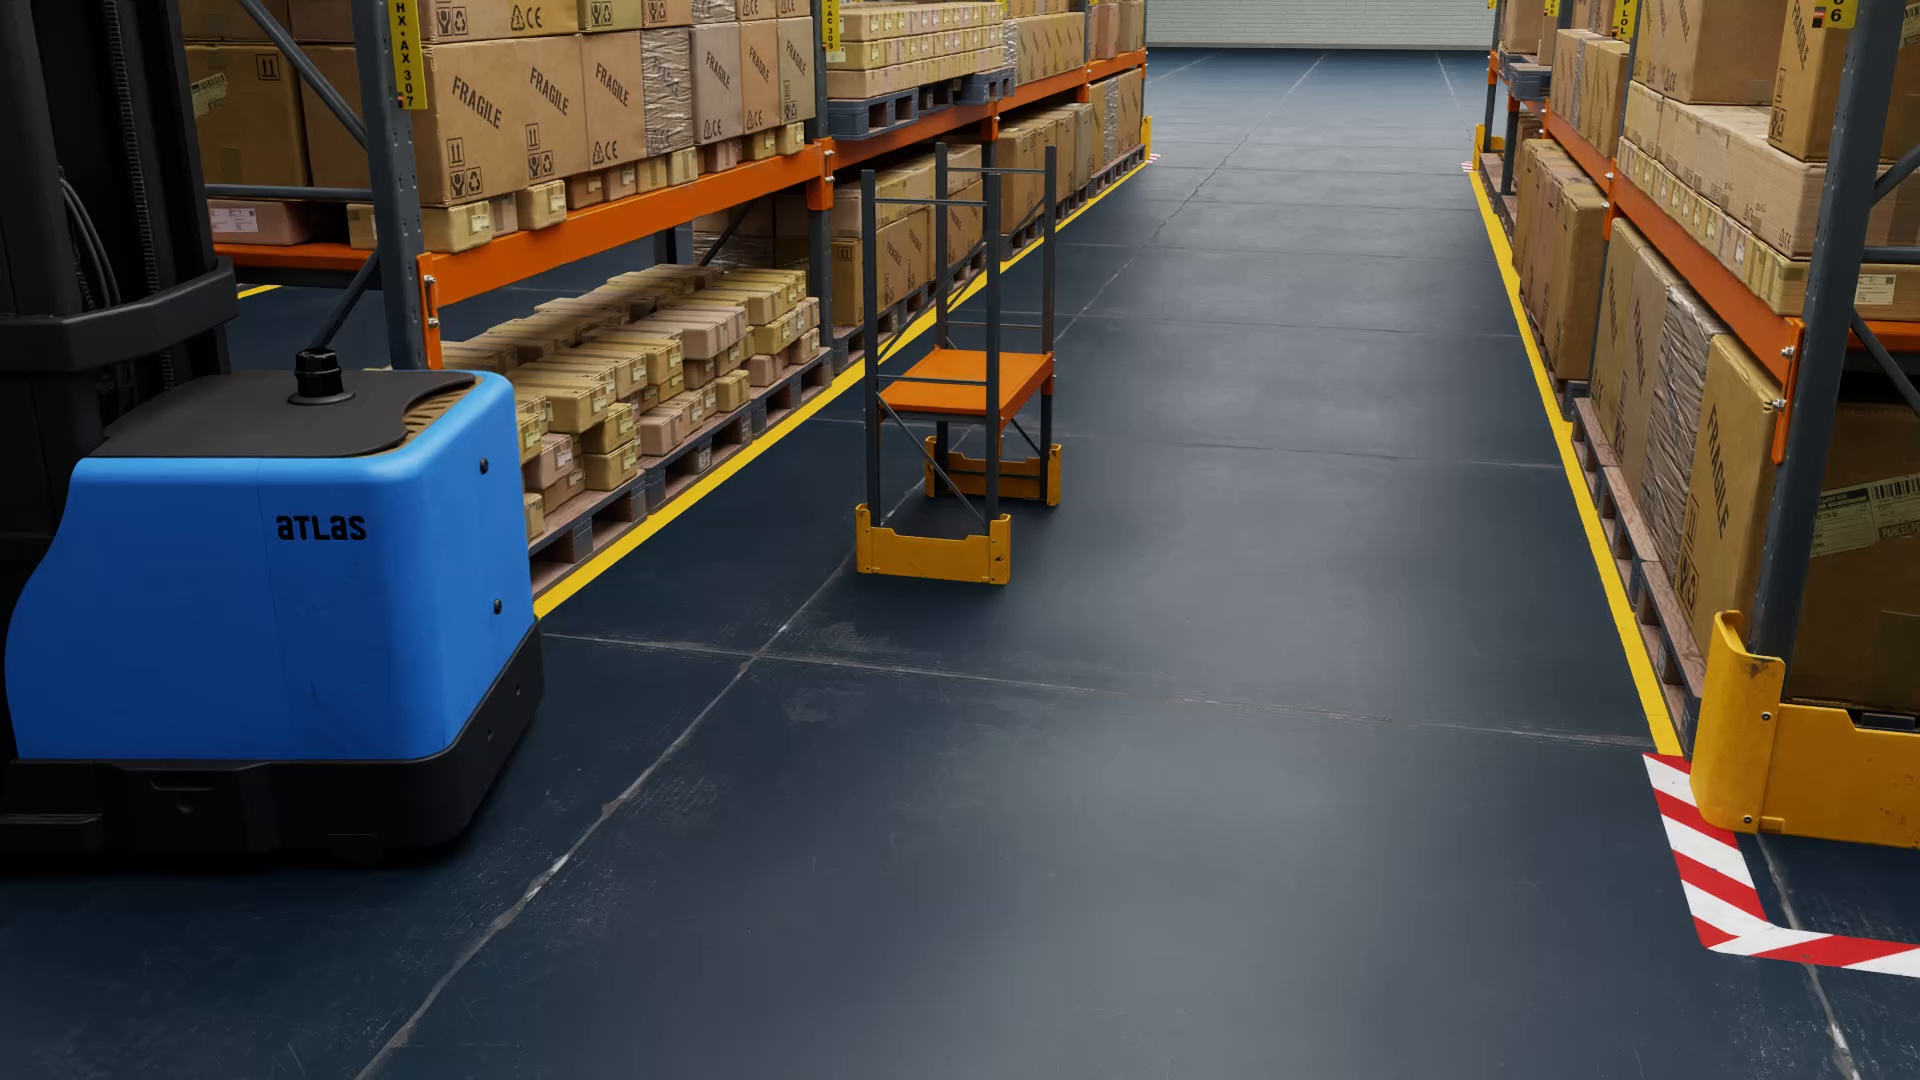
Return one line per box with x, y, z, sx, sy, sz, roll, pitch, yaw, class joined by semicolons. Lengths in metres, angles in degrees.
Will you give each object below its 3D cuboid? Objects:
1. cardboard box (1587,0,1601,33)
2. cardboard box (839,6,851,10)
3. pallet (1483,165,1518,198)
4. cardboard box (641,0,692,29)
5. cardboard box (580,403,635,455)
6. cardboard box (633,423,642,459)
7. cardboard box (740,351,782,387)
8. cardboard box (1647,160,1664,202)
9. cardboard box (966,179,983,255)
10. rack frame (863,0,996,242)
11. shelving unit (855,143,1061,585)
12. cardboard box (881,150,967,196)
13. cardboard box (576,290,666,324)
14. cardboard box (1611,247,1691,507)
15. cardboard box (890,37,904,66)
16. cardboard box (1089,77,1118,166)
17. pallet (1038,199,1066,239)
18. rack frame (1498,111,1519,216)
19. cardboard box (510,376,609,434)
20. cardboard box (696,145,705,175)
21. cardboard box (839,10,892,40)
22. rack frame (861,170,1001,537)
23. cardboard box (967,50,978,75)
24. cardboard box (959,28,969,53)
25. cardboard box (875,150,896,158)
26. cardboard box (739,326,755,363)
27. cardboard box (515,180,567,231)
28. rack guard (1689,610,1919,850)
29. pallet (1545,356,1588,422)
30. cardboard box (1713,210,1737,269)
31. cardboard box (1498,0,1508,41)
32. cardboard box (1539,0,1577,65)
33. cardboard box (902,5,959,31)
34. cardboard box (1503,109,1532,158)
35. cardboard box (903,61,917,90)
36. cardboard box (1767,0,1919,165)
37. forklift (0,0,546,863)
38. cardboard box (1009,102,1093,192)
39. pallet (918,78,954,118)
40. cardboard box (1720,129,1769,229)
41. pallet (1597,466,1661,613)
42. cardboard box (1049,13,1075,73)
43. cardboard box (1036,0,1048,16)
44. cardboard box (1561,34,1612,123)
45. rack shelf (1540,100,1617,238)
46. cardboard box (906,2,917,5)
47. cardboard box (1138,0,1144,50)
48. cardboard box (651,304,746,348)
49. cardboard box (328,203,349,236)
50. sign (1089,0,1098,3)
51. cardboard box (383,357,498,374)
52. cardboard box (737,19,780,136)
4.364;-3.467;10.490;0.797;0.503;0.637;5;20;15;cardboard box
-0.911;-3.338;10.638;0.380;0.149;0.250;4;19;13;cardboard box
5.962;-3.704;17.204;1.003;0.211;1.213;5;19;13;pallet
-1.427;-2.349;6.763;0.500;0.500;0.500;4;19;12;cardboard box
-1.540;-0.460;6.694;0.380;0.149;0.250;5;20;15;cardboard box
-1.565;-0.403;6.987;0.380;0.149;0.250;5;19;14;cardboard box
-1.115;-0.879;8.382;0.380;0.149;0.250;4;19;12;cardboard box
2.934;-1.406;6.551;0.380;0.149;0.250;4;19;13;cardboard box
-0.133;-2.385;12.247;0.500;0.500;0.500;5;19;13;cardboard box
-0.226;-3.596;12.575;1.000;3.000;0.127;5;19;13;rack frame
0.019;-0.734;6.515;0.587;1.500;1.083;5;19;13;shelving unit
-0.252;-2.572;11.636;0.500;0.250;0.500;5;19;14;cardboard box
-1.669;-1.133;8.206;0.380;0.149;0.250;4;19;12;cardboard box
3.123;-0.629;6.527;0.875;0.875;0.875;5;19;13;cardboard box
-0.537;-2.812;9.559;0.380;0.149;0.250;5;20;15;cardboard box
1.189;-4.517;17.910;0.875;0.875;0.875;5;19;14;cardboard box
0.340;-2.899;14.848;1.003;0.211;1.213;5;19;13;pallet
5.536;-4.426;15.006;1.000;3.000;0.127;5;19;13;rack frame
-1.587;-0.522;6.415;0.380;0.149;0.250;5;19;13;cardboard box
-1.365;-1.705;7.427;0.380;0.149;0.250;4;19;13;cardboard box
-0.599;-2.879;9.293;0.380;0.149;0.250;5;20;15;cardboard box
-0.103;-0.577;6.057;0.500;1.500;0.032;5;19;13;rack frame
-0.090;-3.249;11.297;0.380;0.149;0.250;4;19;13;cardboard box
-0.155;-3.303;10.996;0.380;0.149;0.250;5;19;13;cardboard box
-0.753;-2.611;11.748;0.500;0.250;0.500;4;19;13;cardboard box
-1.231;-0.967;8.178;0.380;0.149;0.250;5;19;14;cardboard box
-1.644;-1.208;5.973;0.380;0.149;0.250;4;19;12;cardboard box
2.598;0.525;4.376;1.175;0.500;0.348;5;19;13;rack guard
3.697;-0.847;8.841;1.003;0.211;1.213;5;19;13;pallet
2.558;-0.923;5.137;0.380;0.149;0.250;5;19;14;cardboard box
6.352;-5.698;18.114;0.875;0.500;0.500;5;19;13;cardboard box
4.691;-3.774;12.291;0.700;0.500;0.500;8;20;21;cardboard box
-0.219;-3.362;10.710;0.380;0.149;0.250;6;20;16;cardboard box
6.345;-4.501;18.443;0.500;0.500;0.500;9;21;23;cardboard box
-0.472;-2.753;9.846;0.380;0.149;0.250;5;19;14;cardboard box
2.468;-1.263;4.357;0.500;0.500;0.500;5;19;14;cardboard box
-2.787;-0.715;4.246;3.031;2.935;1.130;0;19;0;forklift
0.687;-3.782;15.951;1.050;0.750;0.750;5;19;13;cardboard box
-0.670;-2.881;10.780;1.003;0.211;1.213;5;19;13;pallet
2.590;-1.067;4.942;0.500;0.250;0.500;4;19;12;cardboard box
3.024;0.017;6.313;1.003;0.211;1.213;5;19;13;pallet
0.759;-4.554;15.225;0.500;0.500;0.500;4;19;13;cardboard box
0.388;-4.894;14.674;0.700;0.500;0.500;5;19;14;cardboard box
3.931;-2.766;9.991;0.500;0.500;0.500;4;19;12;cardboard box
4.070;-2.205;9.616;1.077;0.370;4.000;5;19;13;rack shelf
-0.528;-3.826;12.068;0.380;0.149;0.250;5;19;13;cardboard box
1.682;-6.054;19.541;0.875;0.550;0.550;5;19;13;cardboard box
-1.232;-1.012;7.851;0.380;0.149;0.250;4;19;11;cardboard box
-2.278;-1.169;5.858;0.380;0.149;0.250;5;19;13;cardboard box
1.280;-5.320;15.954;0.100;0.325;0.005;5;19;13;sign
-2.115;-0.647;6.782;0.380;0.149;0.250;4;19;11;cardboard box
-1.176;-2.194;7.855;0.500;0.500;0.500;4;19;12;cardboard box
